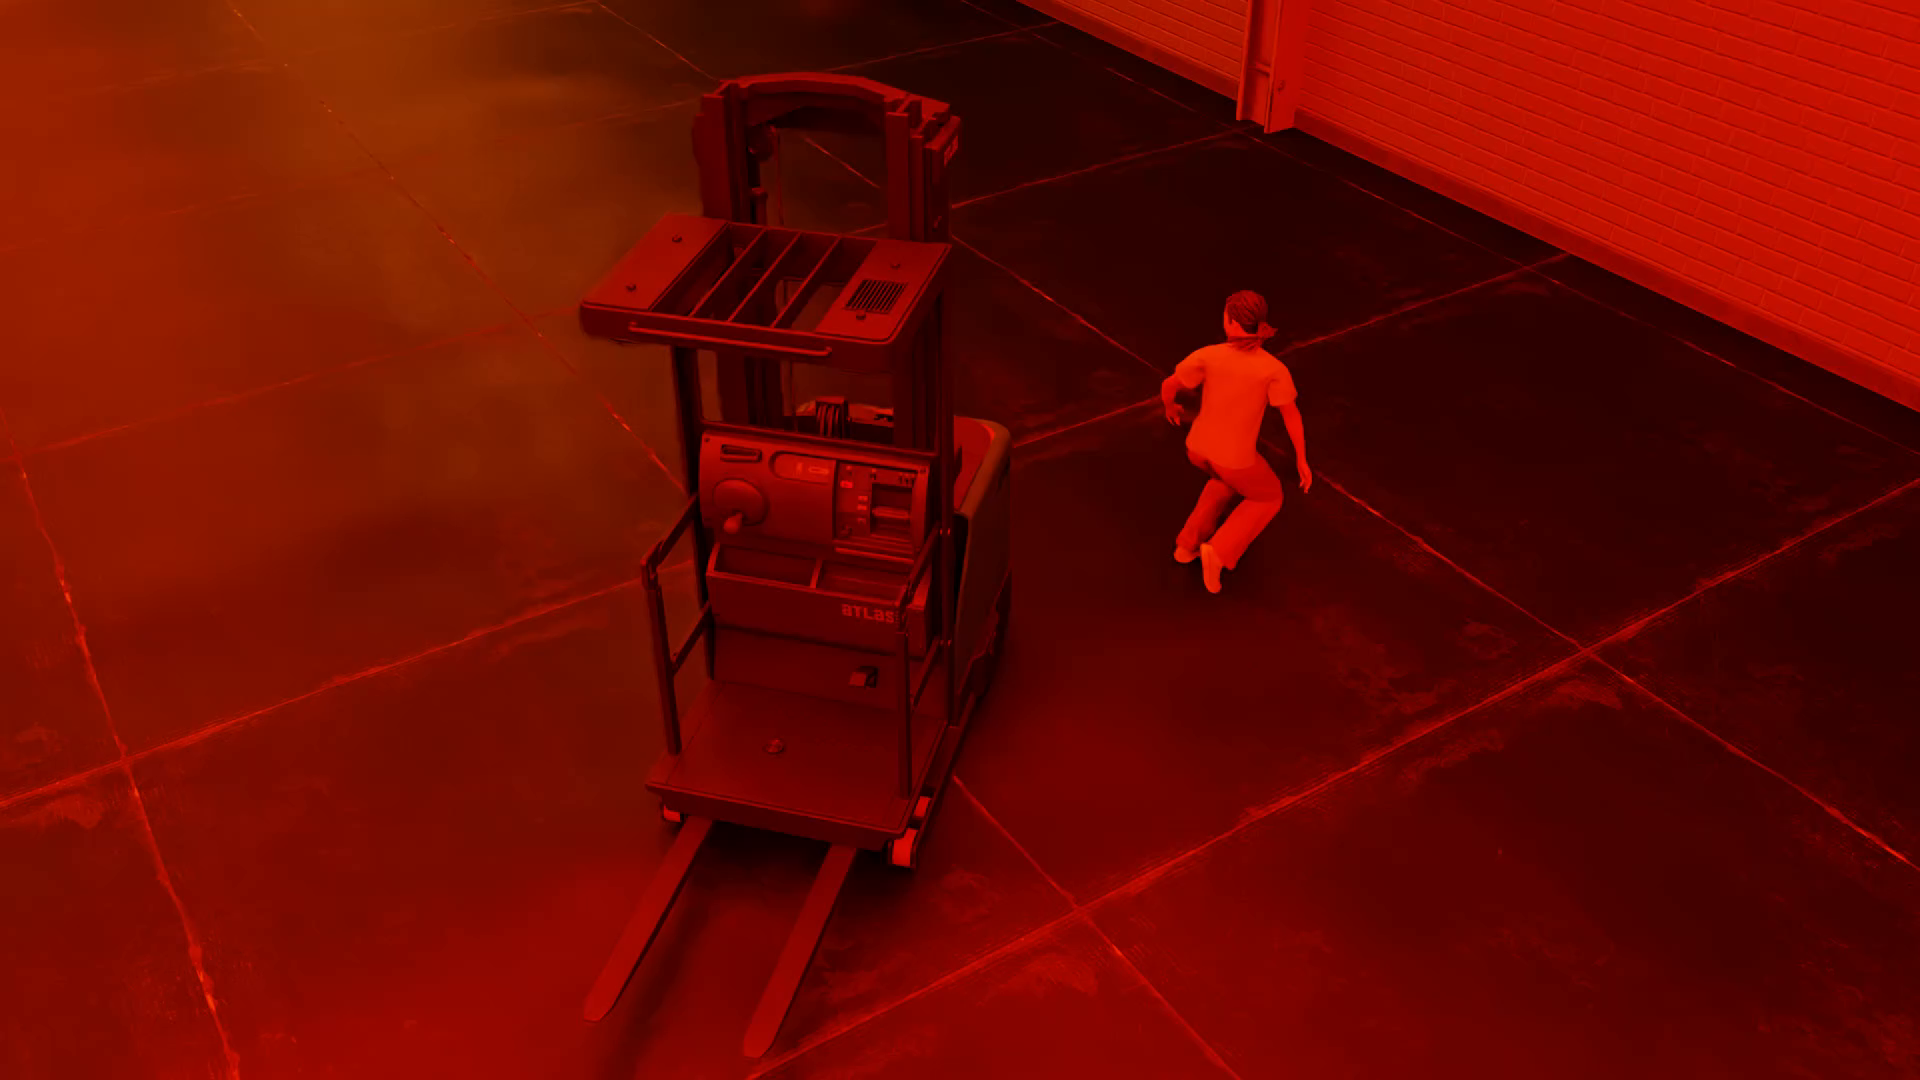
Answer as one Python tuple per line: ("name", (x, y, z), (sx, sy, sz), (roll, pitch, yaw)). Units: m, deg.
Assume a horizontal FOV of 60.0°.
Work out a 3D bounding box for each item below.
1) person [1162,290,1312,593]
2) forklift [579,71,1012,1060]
("person", (1.330, -0.454, 8.088), (0.825, 1.468, 0.570), (23, 41, 29))
("forklift", (-0.626, -0.111, 6.306), (1.130, 2.935, 3.031), (9, 36, 12))
